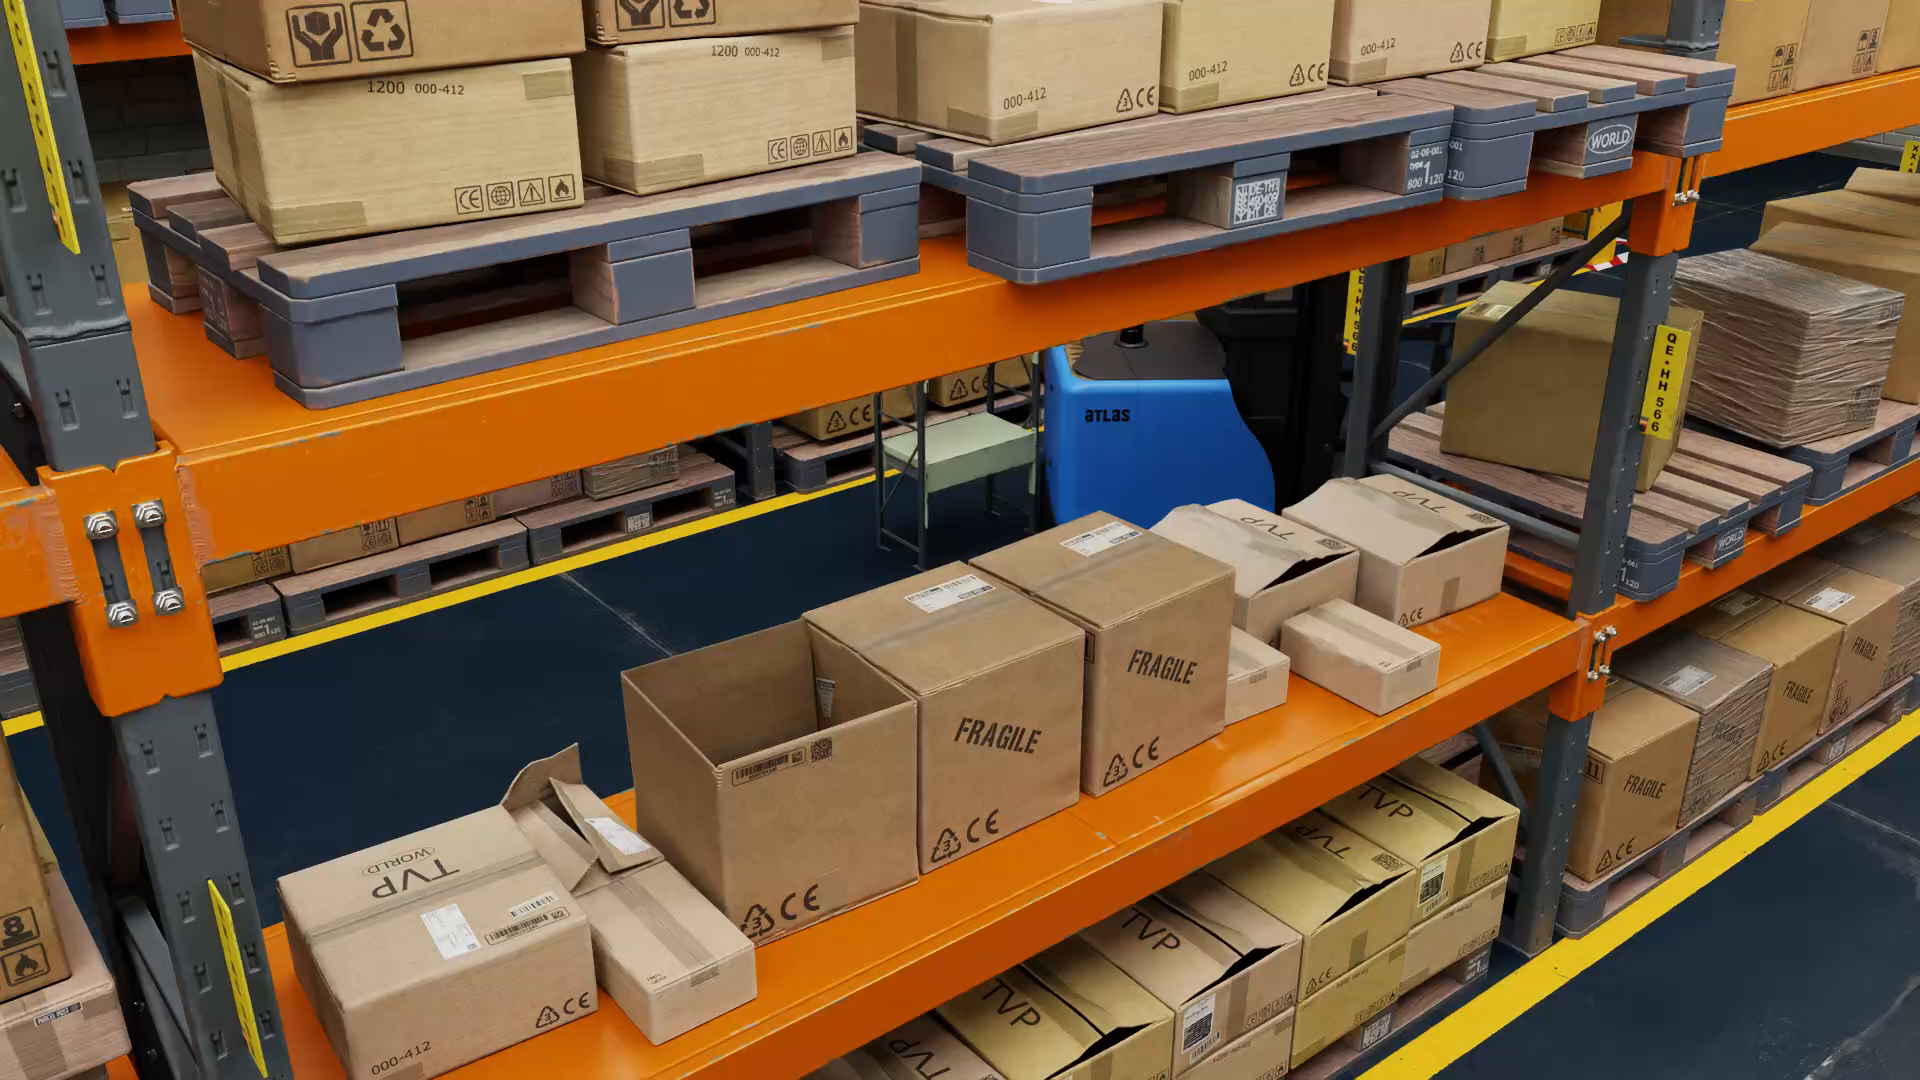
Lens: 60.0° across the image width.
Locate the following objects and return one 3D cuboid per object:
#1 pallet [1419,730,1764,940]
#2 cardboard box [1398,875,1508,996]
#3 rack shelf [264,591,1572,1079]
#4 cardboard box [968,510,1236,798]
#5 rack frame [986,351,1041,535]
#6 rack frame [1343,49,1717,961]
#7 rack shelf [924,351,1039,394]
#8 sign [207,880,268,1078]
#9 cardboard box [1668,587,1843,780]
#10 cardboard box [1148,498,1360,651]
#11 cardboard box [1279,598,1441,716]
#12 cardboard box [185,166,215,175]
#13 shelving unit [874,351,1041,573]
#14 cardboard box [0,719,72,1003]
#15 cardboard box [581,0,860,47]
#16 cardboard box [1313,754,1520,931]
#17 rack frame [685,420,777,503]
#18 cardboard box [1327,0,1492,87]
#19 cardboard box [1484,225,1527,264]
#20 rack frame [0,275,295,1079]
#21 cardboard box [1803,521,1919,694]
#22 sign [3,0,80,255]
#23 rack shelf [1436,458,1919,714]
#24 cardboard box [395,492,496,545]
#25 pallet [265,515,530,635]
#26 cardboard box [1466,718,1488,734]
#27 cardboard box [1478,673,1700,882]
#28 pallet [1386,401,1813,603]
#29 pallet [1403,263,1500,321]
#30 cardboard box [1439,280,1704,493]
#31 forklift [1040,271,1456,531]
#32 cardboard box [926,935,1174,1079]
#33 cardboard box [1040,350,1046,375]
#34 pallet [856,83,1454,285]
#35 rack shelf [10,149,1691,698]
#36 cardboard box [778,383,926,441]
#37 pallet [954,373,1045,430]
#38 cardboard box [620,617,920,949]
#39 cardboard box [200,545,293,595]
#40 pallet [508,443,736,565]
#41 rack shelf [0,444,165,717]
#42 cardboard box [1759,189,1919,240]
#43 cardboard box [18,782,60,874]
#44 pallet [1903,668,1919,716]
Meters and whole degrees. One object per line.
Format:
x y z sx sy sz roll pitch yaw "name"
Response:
2.291 0.975 6.399 1.213 0.211 1.003 -18 31 -34 "pallet"
1.417 1.165 5.443 0.500 0.250 0.500 -17 30 -33 "cardboard box"
0.106 0.616 4.397 3.809 0.052 0.919 -18 31 -34 "rack shelf"
0.370 0.287 4.449 0.500 0.500 0.500 -20 32 -37 "cardboard box"
0.274 -0.774 8.635 0.023 1.500 0.400 -18 31 -34 "rack frame"
1.680 -0.109 5.421 0.127 3.000 1.000 -18 31 -34 "rack frame"
-0.013 -1.033 8.266 0.720 0.370 0.431 -18 31 -34 "rack shelf"
-1.124 0.685 2.588 0.005 0.325 0.100 -18 31 -34 "sign"
3.021 0.536 6.480 0.500 0.500 0.500 -19 31 -35 "cardboard box"
0.857 0.100 5.077 0.500 0.311 0.500 -19 31 -35 "cardboard box"
1.143 0.330 4.773 0.250 0.149 0.380 -18 31 -34 "cardboard box"
-3.163 -1.400 7.561 0.500 0.500 0.700 -14 28 -27 "cardboard box"
-0.013 -0.679 8.430 0.755 1.500 0.431 -18 31 -34 "shelving unit"
-1.813 0.414 2.635 0.500 0.500 0.700 -18 30 -34 "cardboard box"
-0.524 -1.196 2.988 0.500 0.500 0.500 -15 29 -29 "cardboard box"
1.420 0.911 5.325 0.500 0.311 0.500 -17 30 -33 "cardboard box"
-1.380 -1.749 8.955 0.127 3.000 1.000 -18 31 -34 "rack frame"
0.957 -1.313 4.132 0.500 0.250 0.500 -17 30 -33 "cardboard box"
4.033 -2.539 13.127 0.500 0.500 0.700 -18 31 -34 "cardboard box"
-1.468 0.930 3.182 0.127 3.000 1.000 -18 31 -34 "rack frame"
3.827 0.265 7.062 0.500 0.500 0.500 -18 30 -33 "cardboard box"
-1.124 -0.517 2.030 0.005 0.325 0.100 -18 31 -34 "sign"
3.254 -0.302 6.692 4.000 0.370 1.077 -18 31 -34 "rack shelf"
-2.765 -0.376 8.445 0.500 0.500 0.700 -18 31 -34 "cardboard box"
-2.955 0.034 8.426 1.213 0.211 1.003 -18 31 -34 "pallet"
2.271 0.505 6.546 0.500 0.500 0.500 -17 30 -32 "cardboard box"
2.215 0.802 5.905 0.500 0.500 0.500 -17 30 -32 "cardboard box"
2.170 -0.221 5.891 1.003 0.211 1.213 -18 31 -34 "pallet"
3.376 -2.013 12.837 1.213 0.211 1.003 -18 31 -34 "pallet"
2.106 -0.545 5.745 0.700 0.500 0.500 15 29 29 "cardboard box"
1.962 -1.286 8.114 3.031 2.867 1.129 -1 25 -2 "forklift"
0.220 1.308 4.469 0.500 0.311 0.500 -17 30 -33 "cardboard box"
0.639 -1.559 10.602 0.750 0.750 0.750 -17 30 -33 "cardboard box"
0.323 -0.886 3.758 1.213 0.211 1.003 -17 30 -32 "pallet"
0.106 -0.623 3.822 4.000 0.370 1.077 -18 31 -34 "rack shelf"
-0.720 -1.112 9.637 0.750 0.750 0.750 -19 31 -35 "cardboard box"
0.247 -0.979 10.608 1.213 0.211 1.003 -18 31 -34 "pallet"
-0.439 0.554 3.874 0.500 0.500 0.500 -16 29 -30 "cardboard box"
-3.583 -0.123 7.899 0.500 0.500 0.700 -19 31 -35 "cardboard box"
-1.995 -0.281 9.106 1.213 0.211 1.003 -18 31 -34 "pallet"
-3.041 0.416 1.583 4.000 0.370 1.077 -18 31 -34 "rack shelf"
3.815 -1.135 7.015 0.500 0.500 0.700 -13 28 -26 "cardboard box"
-1.799 0.596 3.012 0.250 0.149 0.380 -18 31 -34 "cardboard box"
4.211 0.341 7.765 1.213 0.211 1.003 -18 31 -34 "pallet"
